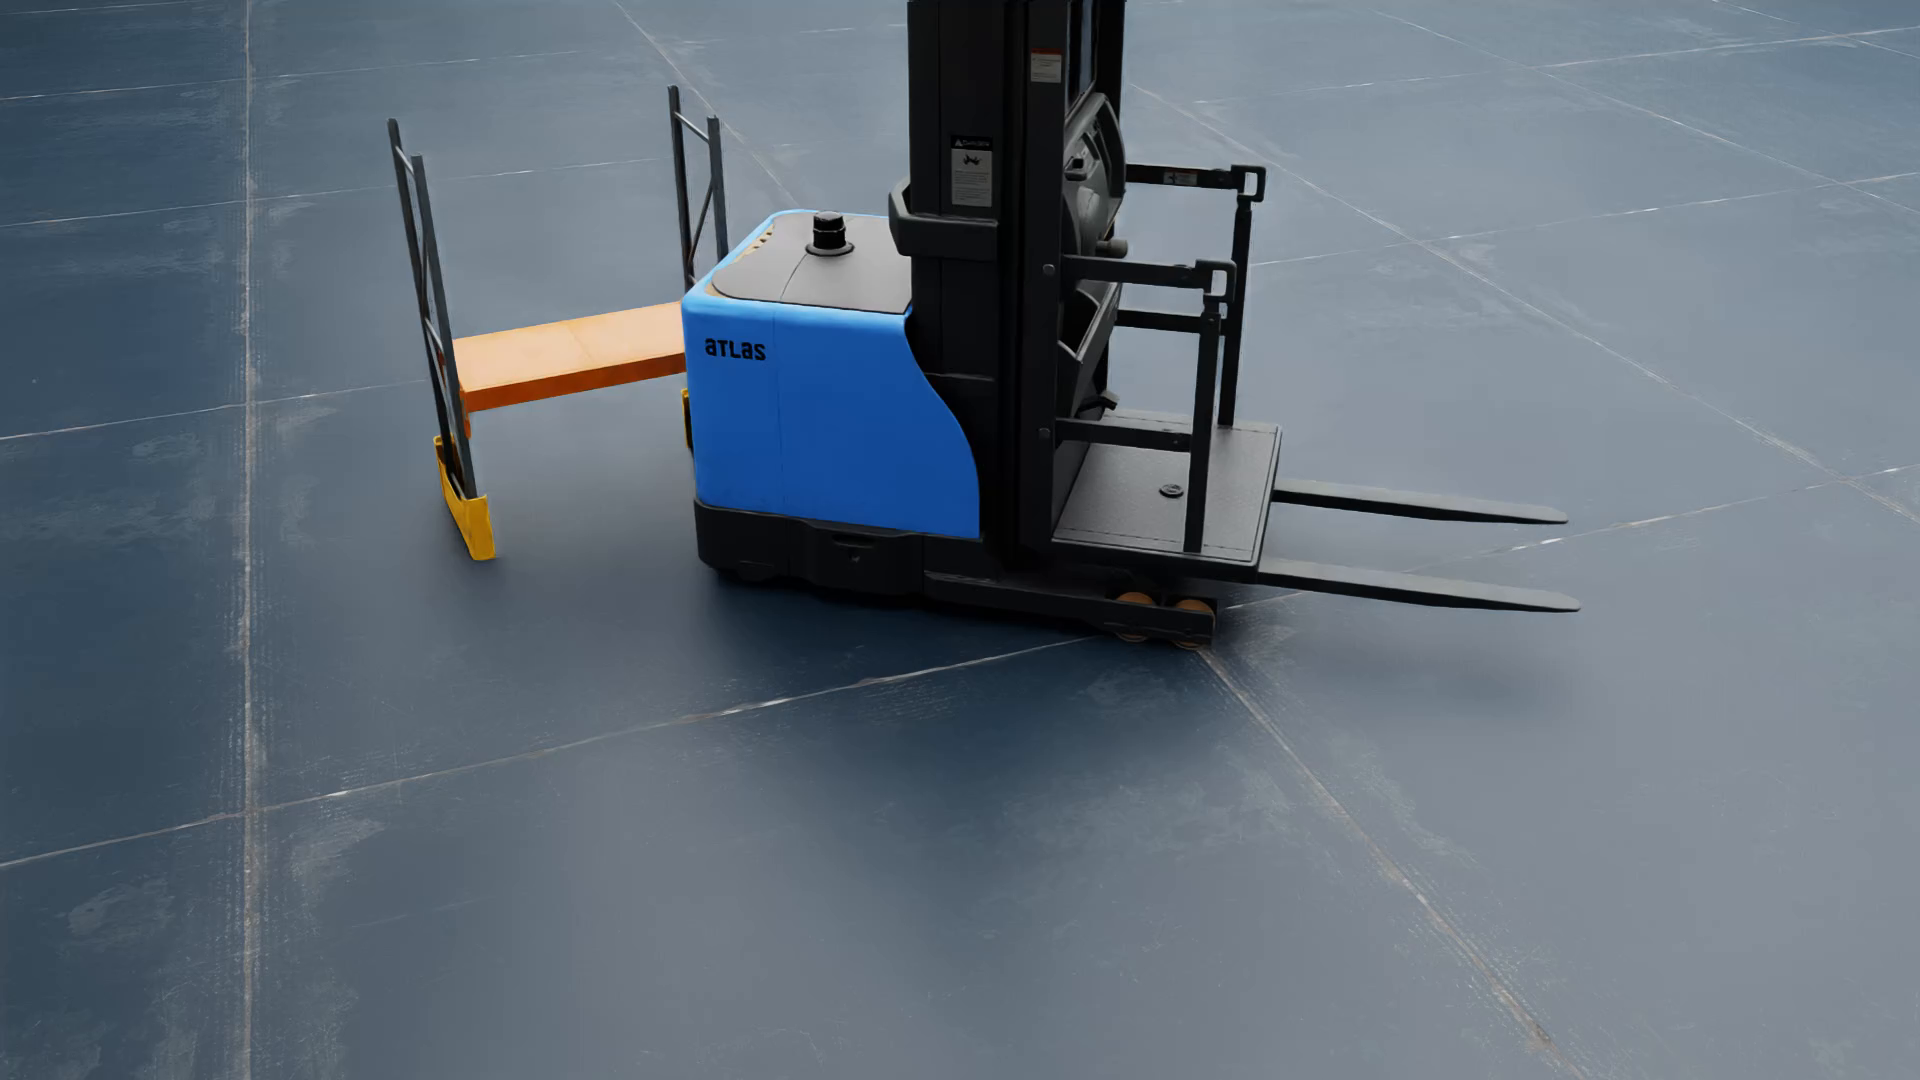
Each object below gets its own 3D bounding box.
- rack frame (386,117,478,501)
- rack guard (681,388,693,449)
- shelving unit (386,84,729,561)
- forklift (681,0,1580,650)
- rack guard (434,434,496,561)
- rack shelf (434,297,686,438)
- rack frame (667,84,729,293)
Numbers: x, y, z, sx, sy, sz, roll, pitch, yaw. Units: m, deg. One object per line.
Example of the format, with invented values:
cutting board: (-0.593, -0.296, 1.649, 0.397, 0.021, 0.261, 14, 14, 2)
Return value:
rack frame: (-1.878, -0.711, 5.983, 0.032, 1.500, 0.500, -14, 32, -23)
rack guard: (-0.984, -0.386, 6.675, 0.087, 0.250, 0.587, -14, 32, -23)
shelving unit: (-1.430, -0.820, 6.175, 1.083, 1.500, 0.587, -14, 32, -23)
forklift: (0.628, -1.195, 5.387, 3.031, 2.935, 1.130, 7, 30, 12)
rack guard: (-1.877, -0.168, 6.293, 0.087, 0.250, 0.587, -14, 32, -23)
rack shelf: (-1.422, -0.666, 6.267, 1.000, 0.185, 0.538, -14, 32, -23)
rack frame: (-0.966, -0.933, 6.373, 0.032, 1.500, 0.500, -14, 32, -23)
